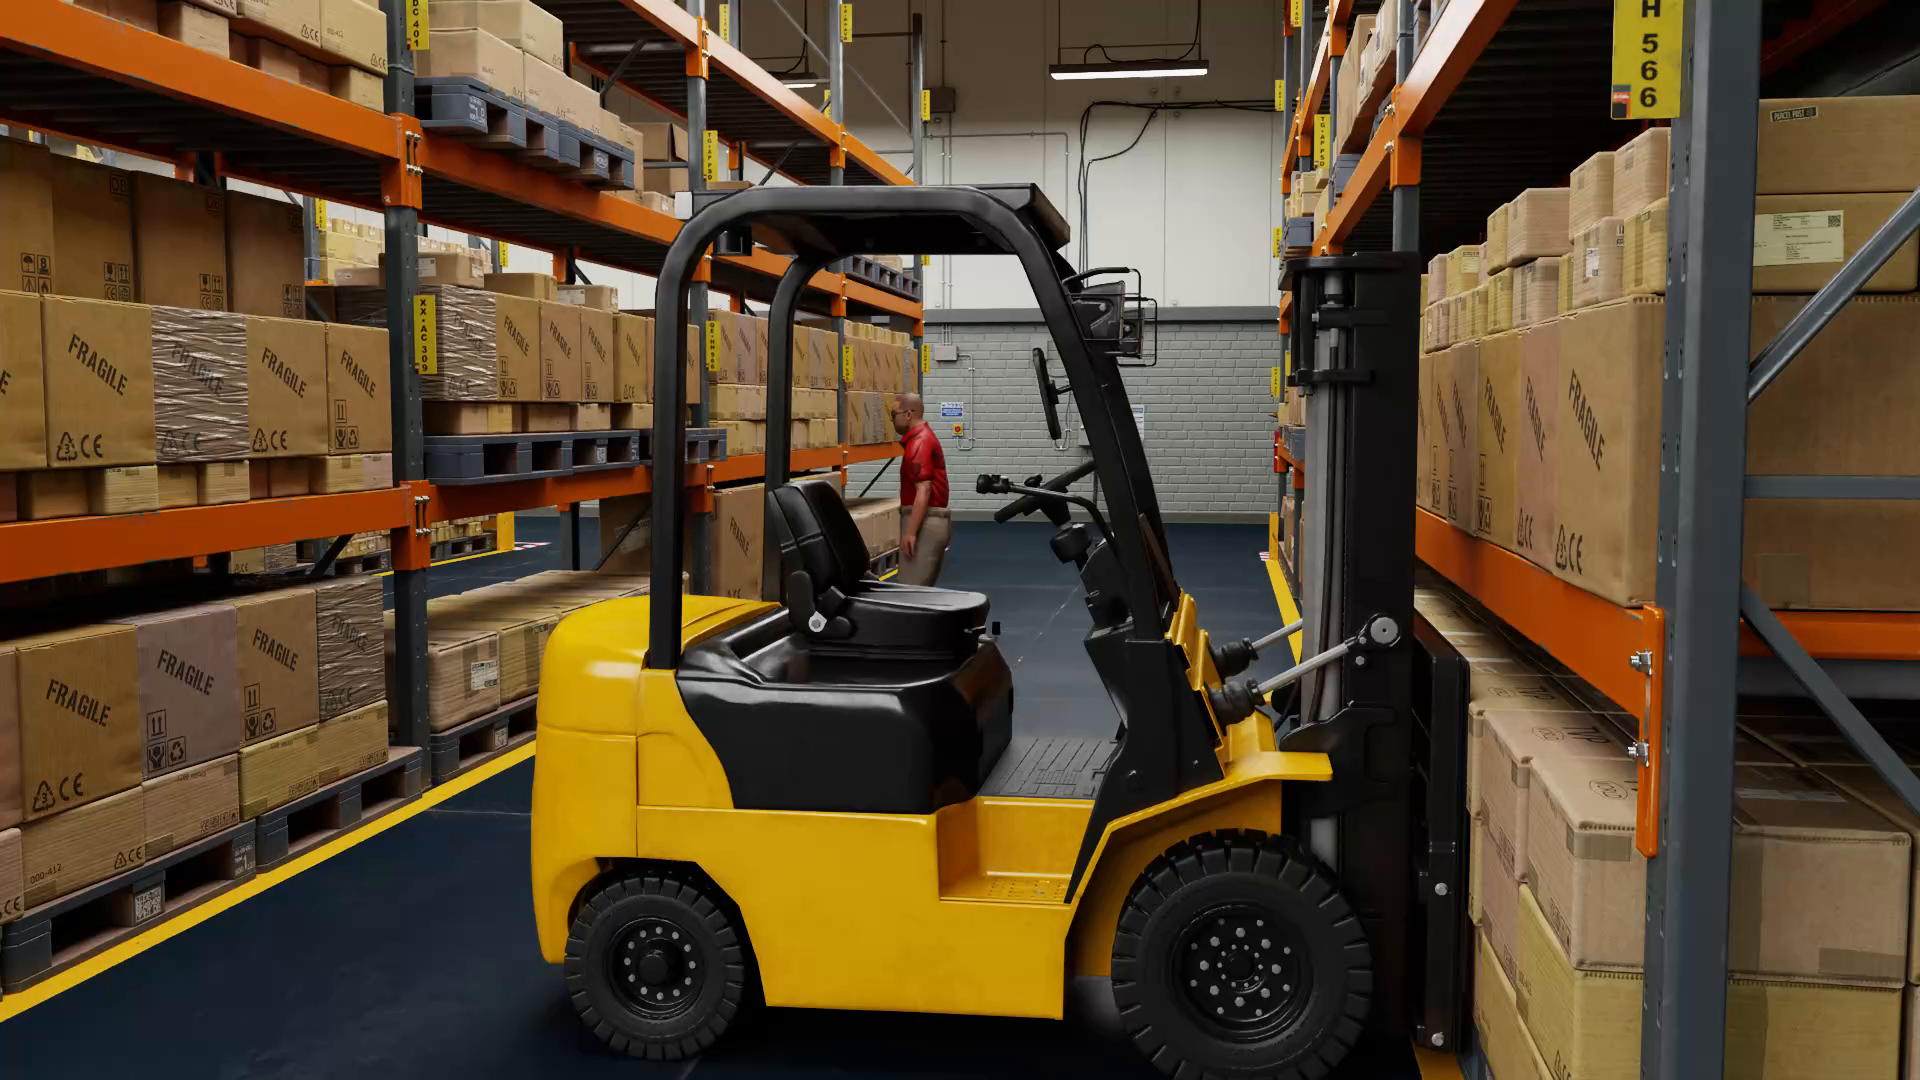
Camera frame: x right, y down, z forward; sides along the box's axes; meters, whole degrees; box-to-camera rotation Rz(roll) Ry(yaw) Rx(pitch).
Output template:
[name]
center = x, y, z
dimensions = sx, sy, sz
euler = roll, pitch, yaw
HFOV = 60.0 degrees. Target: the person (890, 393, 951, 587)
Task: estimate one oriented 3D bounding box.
[person]
center = -0.256, -0.046, 10.320
dimensions = 0.389, 1.727, 0.606
euler = 0, 4, 5
